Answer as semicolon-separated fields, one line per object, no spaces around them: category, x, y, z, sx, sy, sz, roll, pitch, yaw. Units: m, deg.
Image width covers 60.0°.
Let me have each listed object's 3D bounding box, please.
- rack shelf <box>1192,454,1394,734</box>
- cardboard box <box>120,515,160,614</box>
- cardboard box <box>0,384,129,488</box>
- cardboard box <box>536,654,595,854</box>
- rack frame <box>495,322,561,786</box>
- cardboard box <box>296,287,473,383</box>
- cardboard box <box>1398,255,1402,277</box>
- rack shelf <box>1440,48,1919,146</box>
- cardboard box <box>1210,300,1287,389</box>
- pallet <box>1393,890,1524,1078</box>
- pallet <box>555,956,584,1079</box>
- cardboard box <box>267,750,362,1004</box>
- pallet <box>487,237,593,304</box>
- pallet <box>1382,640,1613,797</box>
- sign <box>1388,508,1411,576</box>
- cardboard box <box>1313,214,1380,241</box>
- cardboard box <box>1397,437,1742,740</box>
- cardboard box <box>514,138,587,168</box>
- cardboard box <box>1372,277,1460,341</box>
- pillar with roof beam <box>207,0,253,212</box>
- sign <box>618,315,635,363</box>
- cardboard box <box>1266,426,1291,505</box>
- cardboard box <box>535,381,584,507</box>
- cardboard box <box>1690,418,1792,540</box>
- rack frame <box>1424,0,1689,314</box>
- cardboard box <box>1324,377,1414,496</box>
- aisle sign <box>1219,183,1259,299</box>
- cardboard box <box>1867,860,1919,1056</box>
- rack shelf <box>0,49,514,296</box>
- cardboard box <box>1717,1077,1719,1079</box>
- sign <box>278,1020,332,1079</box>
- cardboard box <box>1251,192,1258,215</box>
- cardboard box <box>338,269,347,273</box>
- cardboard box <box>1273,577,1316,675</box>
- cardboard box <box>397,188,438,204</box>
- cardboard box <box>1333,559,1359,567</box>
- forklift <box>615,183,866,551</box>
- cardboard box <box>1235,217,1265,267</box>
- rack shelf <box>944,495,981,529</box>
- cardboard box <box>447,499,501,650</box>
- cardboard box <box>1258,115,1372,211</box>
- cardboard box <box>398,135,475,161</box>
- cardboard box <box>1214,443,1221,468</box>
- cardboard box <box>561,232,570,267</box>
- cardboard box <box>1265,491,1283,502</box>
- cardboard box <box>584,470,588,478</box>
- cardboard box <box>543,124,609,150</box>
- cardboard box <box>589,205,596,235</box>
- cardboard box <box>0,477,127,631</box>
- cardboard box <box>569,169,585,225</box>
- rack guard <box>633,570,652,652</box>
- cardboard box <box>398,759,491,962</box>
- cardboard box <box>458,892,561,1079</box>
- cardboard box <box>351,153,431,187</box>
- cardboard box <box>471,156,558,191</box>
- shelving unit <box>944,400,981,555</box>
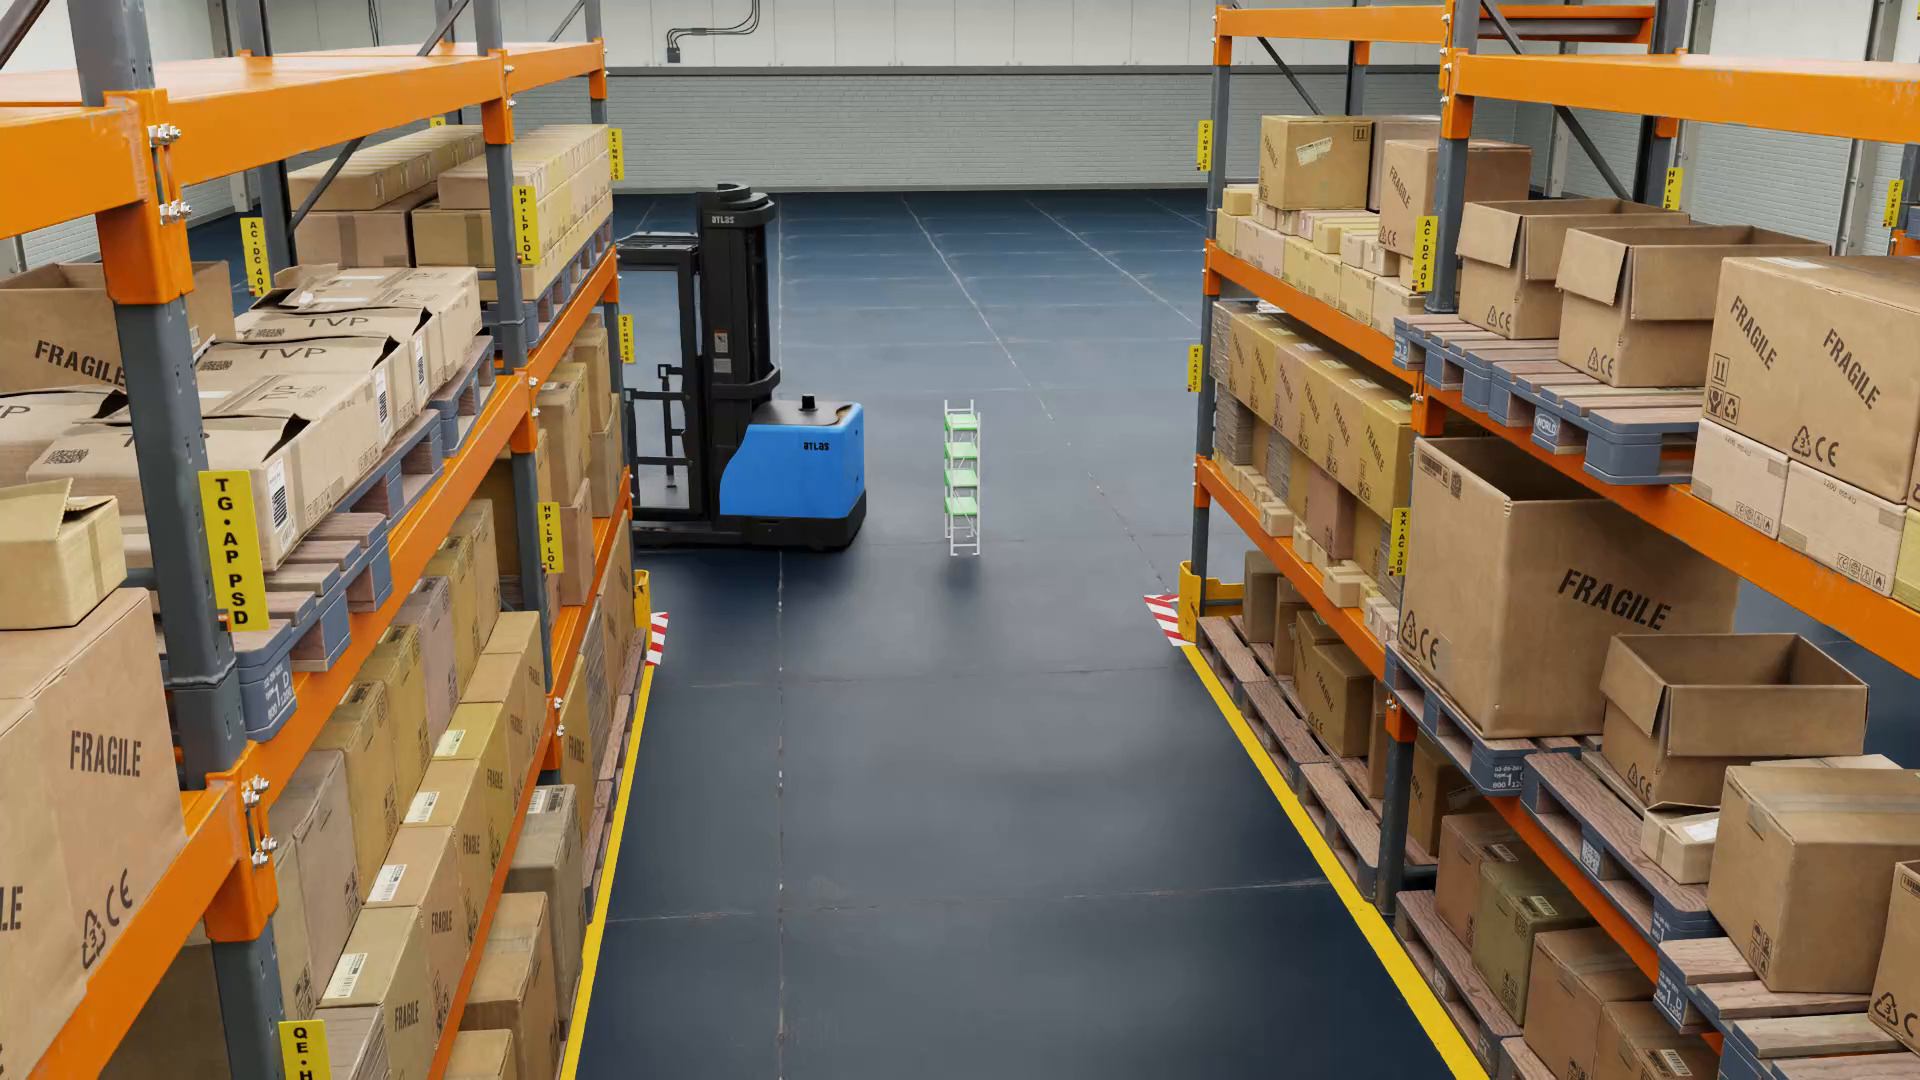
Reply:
rack shelf;2.375;0.150;9.892;1.077;0.370;4.000;-2;18;-6
cardboard box;-1.825;0.054;3.542;0.380;0.149;0.250;-2;18;-8
cardboard box;-2.356;-0.221;4.147;0.500;0.311;0.500;-2;18;-6
cardboard box;-2.358;1.150;8.354;0.875;0.875;0.875;-2;17;-5
rack frame;-2.362;0.526;7.495;1.000;3.000;0.127;-2;18;-6
cardboard box;-2.016;-0.721;5.840;0.500;0.250;0.500;-2;18;-6
cardboard box;2.324;-1.318;7.943;0.380;0.149;0.250;-2;17;-5
rack shelf;2.788;-1.330;5.258;1.077;0.370;4.000;-2;18;-6
cardboard box;1.955;-1.283;10.925;0.500;0.500;0.500;-2;18;-6
pallet;2.663;1.965;7.566;1.003;0.211;1.213;-2;18;-6
pallet;-2.208;2.084;7.187;1.003;0.211;1.213;-2;18;-6
cardboard box;-2.040;0.908;4.441;0.700;0.500;0.500;-2;18;-6
pallet;-2.559;-1.470;8.991;1.003;0.211;1.213;-2;18;-6
pallet;2.516;0.726;7.176;1.003;0.211;1.213;-2;18;-6
sign;2.043;0.009;7.696;0.100;0.325;0.005;-2;18;-6
cardboard box;2.180;-1.711;9.195;0.380;0.149;0.250;-2;18;-8
cardboard box;2.524;0.157;6.966;1.000;1.000;1.000;-2;18;-5
cardboard box;-2.272;-2.137;9.189;0.380;0.149;0.250;-2;18;-6
cardboard box;2.275;-1.085;7.867;0.500;0.250;0.500;-1;17;-4
pillar with roof beam;-12.262;-12.026;37.461;9.100;9.000;0.400;-2;18;-6
sign;-2.234;-1.344;11.122;0.100;0.325;0.005;-2;18;-6
cardboard box;2.378;-0.518;10.157;0.875;0.500;0.500;-2;18;-6
cardboard box;-2.457;-0.497;8.700;0.875;0.550;0.550;-2;18;-6
cardboard box;2.588;-0.196;5.037;0.500;0.250;0.500;-1;17;-4
rack frame;2.582;-2.460;6.988;1.000;3.000;0.127;-2;18;-6
cardboard box;2.209;-0.539;8.552;0.500;0.500;0.500;-2;18;-6
aisle sign;1.864;-2.039;11.323;0.394;0.787;0.004;-2;18;-6
cardboard box;2.899;1.187;4.521;0.500;0.500;0.500;-4;18;-12
rack shelf;-2.156;-1.207;4.866;1.077;0.370;4.000;-2;18;-6
cardboard box;2.830;1.863;5.422;0.500;0.250;0.500;0;17;1
sign;-1.411;1.183;3.599;0.100;0.325;0.005;-2;18;-6
cardboard box;2.047;-2.098;10.429;0.380;0.149;0.250;-2;18;-7
cardboard box;-2.718;-1.132;7.319;0.380;0.149;0.250;-2;18;-6
cardboard box;2.313;0.567;10.836;0.500;0.500;0.500;3;18;9
cardboard box;-2.720;-1.513;7.867;0.500;0.250;0.500;-2;18;-6
cardboard box;2.253;0.167;9.057;0.380;0.149;0.250;-2;18;-6
forklift;-2.381;-1.483;14.007;3.031;2.935;1.130;2;18;7
cardboard box;2.021;-1.844;10.284;0.500;0.250;0.500;-2;18;-7
rack shelf;0.017;-0.233;13.931;0.258;0.148;0.480;-2;18;-6
cardboard box;-2.305;0.149;6.859;0.700;0.500;0.500;-2;18;-7
cardboard box;2.054;-2.198;9.664;0.500;0.500;0.500;-2;18;-6
cardboard box;-2.953;-2.194;9.369;0.380;0.149;0.250;-2;18;-7
cardboard box;1.961;-0.577;11.426;0.380;0.149;0.250;-2;18;-6
cardboard box;-2.169;-1.456;8.349;0.380;0.149;0.250;-2;18;-7
cardboard box;2.097;-0.205;10.241;0.380;0.149;0.250;-2;18;-6
cardboard box;-2.680;-0.294;9.857;0.875;0.550;0.550;-2;18;-6
cardboard box;-2.403;-2.516;10.395;0.380;0.149;0.250;-2;18;-5
cardboard box;-2.298;-1.833;9.553;0.380;0.149;0.250;-2;18;-6
cardboard box;-1.650;-0.014;2.761;0.396;0.266;0.258;-2;18;-6
cardboard box;-2.293;-1.829;8.875;0.500;0.250;0.500;-2;18;-5
rack guard;-2.777;0.519;11.688;1.175;0.500;0.348;-2;18;-6
cardboard box;-1.884;1.078;5.570;0.500;0.500;0.500;-2;18;-6
cardboard box;-2.113;1.868;6.273;1.050;0.750;0.750;-2;18;-6
cardboard box;-2.822;-1.815;8.163;0.380;0.149;0.250;-2;18;-5
cardboard box;-2.141;-1.760;7.988;0.380;0.149;0.250;-2;18;-7
shelving unit;0.017;-0.523;13.840;0.258;1.200;0.503;-2;18;-6
